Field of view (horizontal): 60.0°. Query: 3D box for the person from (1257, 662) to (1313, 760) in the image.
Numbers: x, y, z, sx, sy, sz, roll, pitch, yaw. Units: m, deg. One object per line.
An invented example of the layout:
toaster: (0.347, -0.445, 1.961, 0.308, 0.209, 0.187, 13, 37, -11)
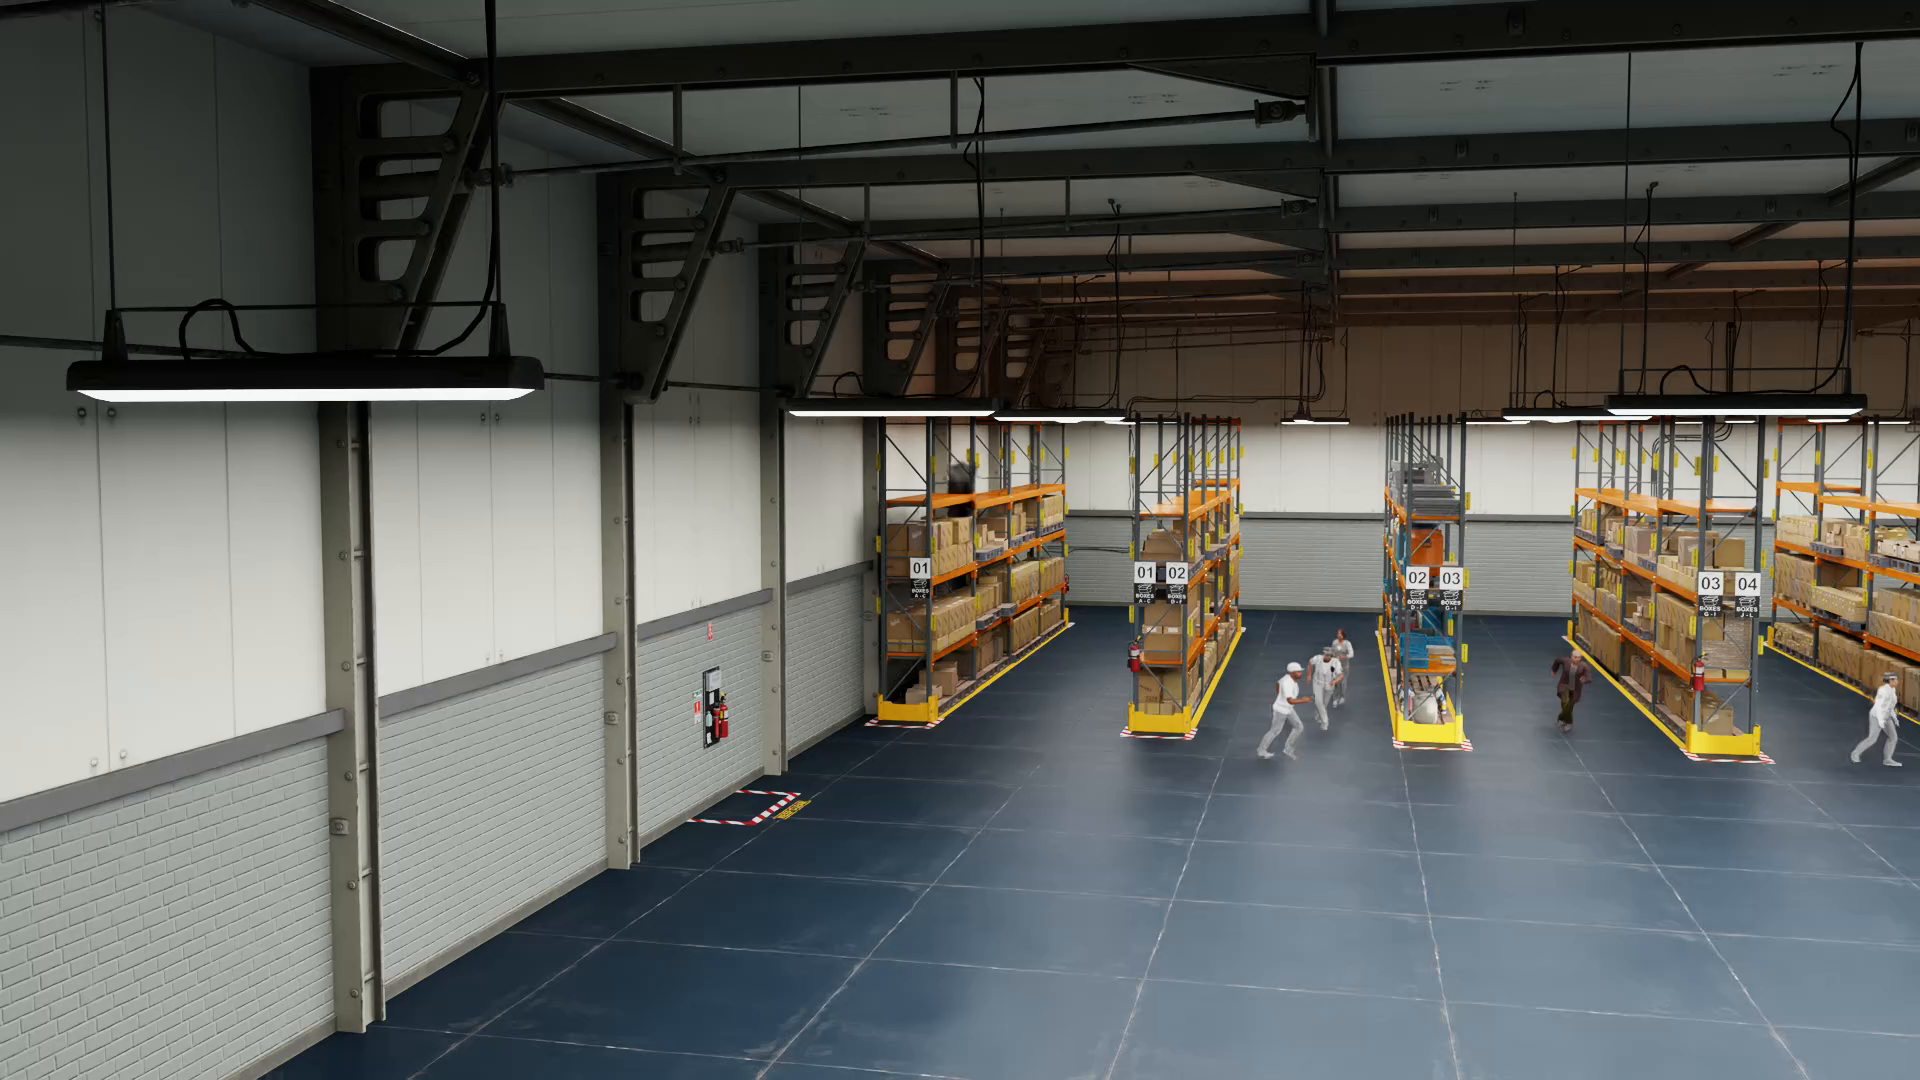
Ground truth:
person: (5.595, 2.953, 28.543, 0.979, 1.739, 0.716, 2, 4, 26)

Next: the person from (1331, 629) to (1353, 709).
person: (7.804, 2.624, 34.026, 0.490, 1.631, 0.690, 1, 4, 18)

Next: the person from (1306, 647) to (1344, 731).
person: (6.938, 2.780, 31.657, 0.672, 1.588, 1.063, 0, 4, 6)

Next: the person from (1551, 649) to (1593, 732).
person: (11.507, 2.791, 31.279, 0.671, 1.562, 1.213, 1, 4, 11)

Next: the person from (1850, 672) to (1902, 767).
person: (15.588, 3.012, 28.256, 0.673, 1.611, 0.761, -4, 5, -43)
